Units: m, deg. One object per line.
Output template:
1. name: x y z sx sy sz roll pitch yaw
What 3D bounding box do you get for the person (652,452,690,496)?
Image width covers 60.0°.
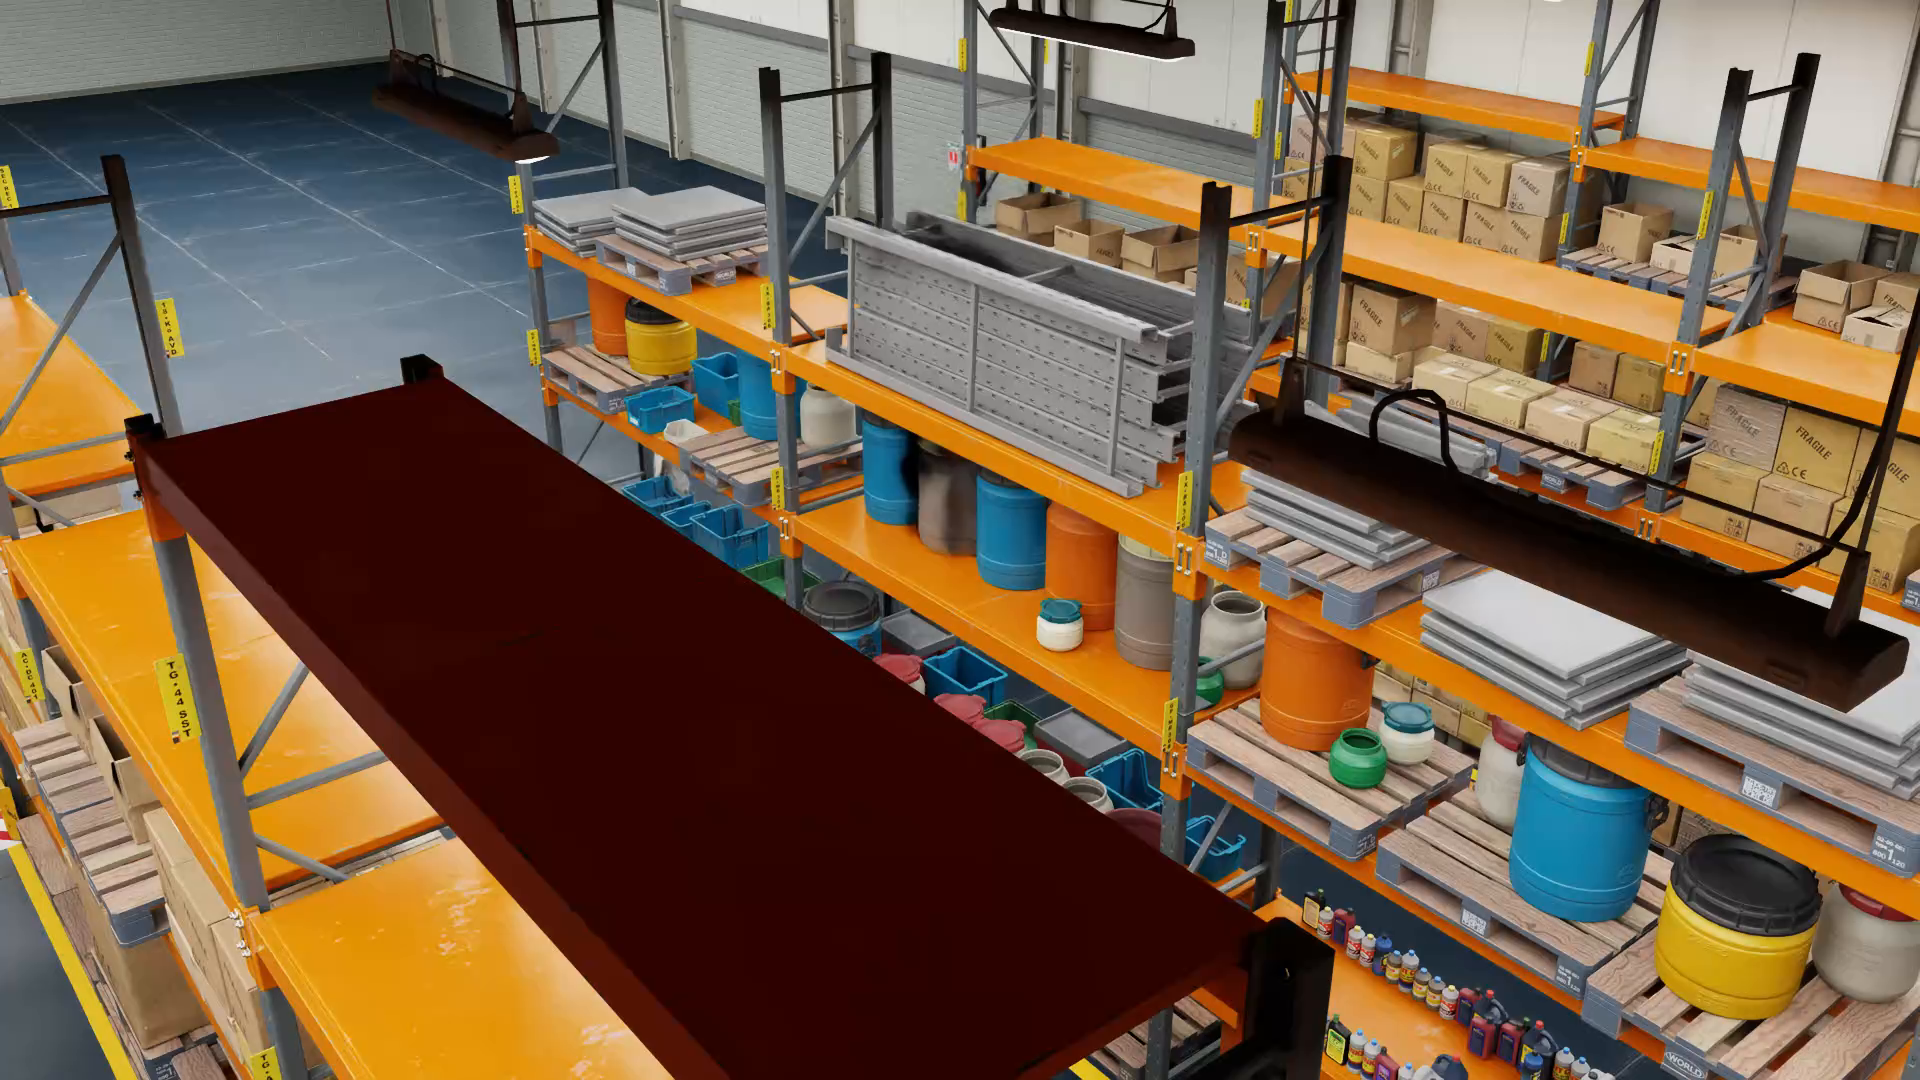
1. person: -2.972 -0.476 17.460 0.759 1.619 0.536 8 27 16
